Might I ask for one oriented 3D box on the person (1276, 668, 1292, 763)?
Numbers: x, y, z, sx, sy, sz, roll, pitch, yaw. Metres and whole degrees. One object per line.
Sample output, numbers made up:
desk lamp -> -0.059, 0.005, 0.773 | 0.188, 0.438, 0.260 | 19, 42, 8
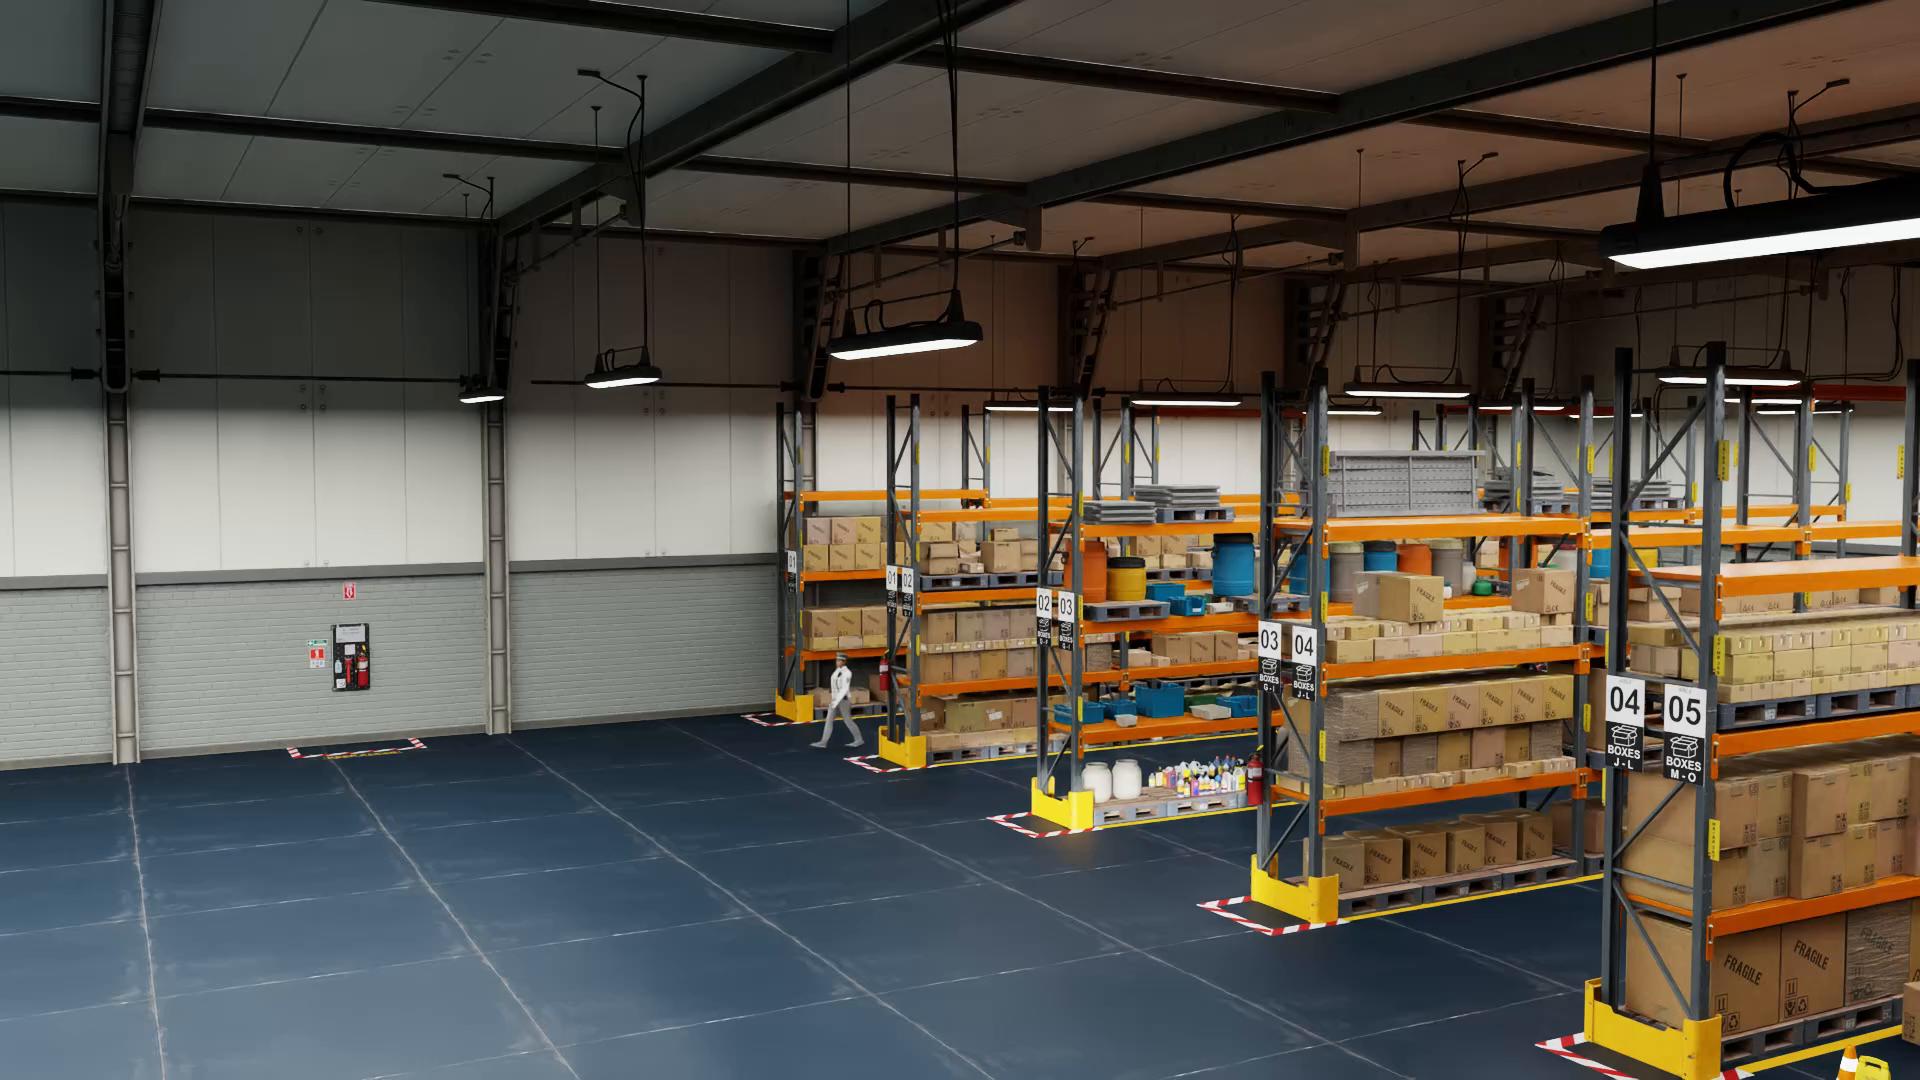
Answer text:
person -> 5.105, 2.794, 26.319 | 1.043, 1.698, 0.643 | -1, 3, -10

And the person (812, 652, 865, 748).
person -> -2.070, 2.725, 28.280 | 0.901, 1.643, 0.508 | -2, 4, -29
